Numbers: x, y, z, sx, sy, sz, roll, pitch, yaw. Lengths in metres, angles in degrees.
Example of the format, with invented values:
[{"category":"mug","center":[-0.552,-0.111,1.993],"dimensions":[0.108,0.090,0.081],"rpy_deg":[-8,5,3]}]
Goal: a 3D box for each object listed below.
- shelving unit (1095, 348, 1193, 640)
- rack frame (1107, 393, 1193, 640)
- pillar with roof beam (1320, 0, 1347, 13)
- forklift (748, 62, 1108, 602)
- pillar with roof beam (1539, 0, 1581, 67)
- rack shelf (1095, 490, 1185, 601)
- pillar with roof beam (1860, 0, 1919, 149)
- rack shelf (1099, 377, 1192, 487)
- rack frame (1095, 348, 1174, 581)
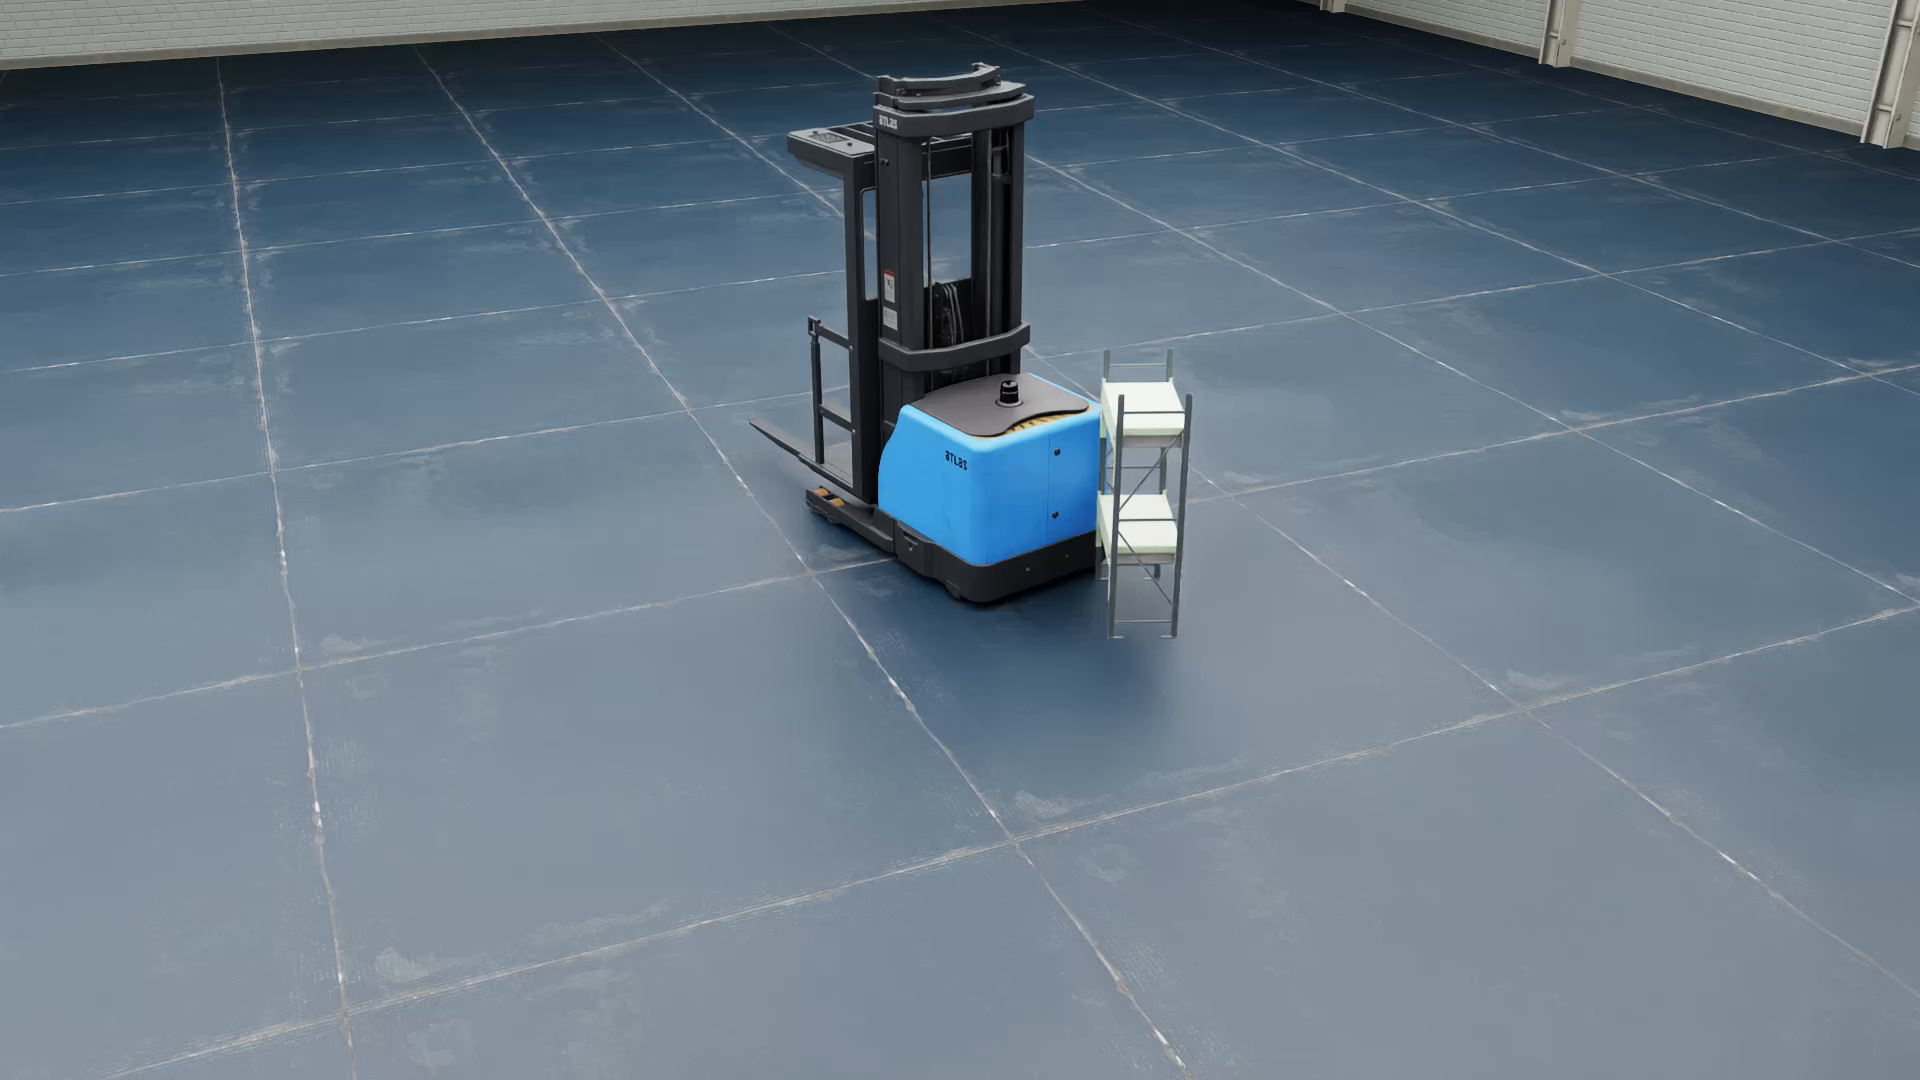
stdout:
[{"category":"shelving unit","center":[1.041,-0.269,9.591],"dimensions":[0.431,1.500,0.755],"rpy_deg":[-1,26,-1]},{"category":"rack frame","center":[1.050,-0.108,9.262],"dimensions":[0.400,1.500,0.023],"rpy_deg":[-1,26,-1]},{"category":"pillar with roof beam","center":[2.963,-13.139,27.404],"dimensions":[9.100,9.000,0.400],"rpy_deg":[-11,28,-21]},{"category":"forklift","center":[-0.368,-1.537,10.558],"dimensions":[1.130,2.935,3.031],"rpy_deg":[-18,31,-32]},{"category":"pillar with roof beam","center":[5.313,-10.717,22.443],"dimensions":[9.100,9.000,0.400],"rpy_deg":[-11,28,-21]},{"category":"rack shelf","center":[1.041,0.024,9.734],"dimensions":[0.431,0.370,0.720],"rpy_deg":[-1,26,-1]},{"category":"pillar with roof beam","center":[7.662,-8.295,17.482],"dimensions":[9.100,9.000,0.400],"rpy_deg":[-11,28,-21]},{"category":"rack shelf","center":[1.041,-0.619,9.420],"dimensions":[0.431,0.370,0.720],"rpy_deg":[-1,26,-1]},{"category":"rack frame","center":[1.031,-0.429,9.920],"dimensions":[0.400,1.500,0.023],"rpy_deg":[-1,26,-1]}]
